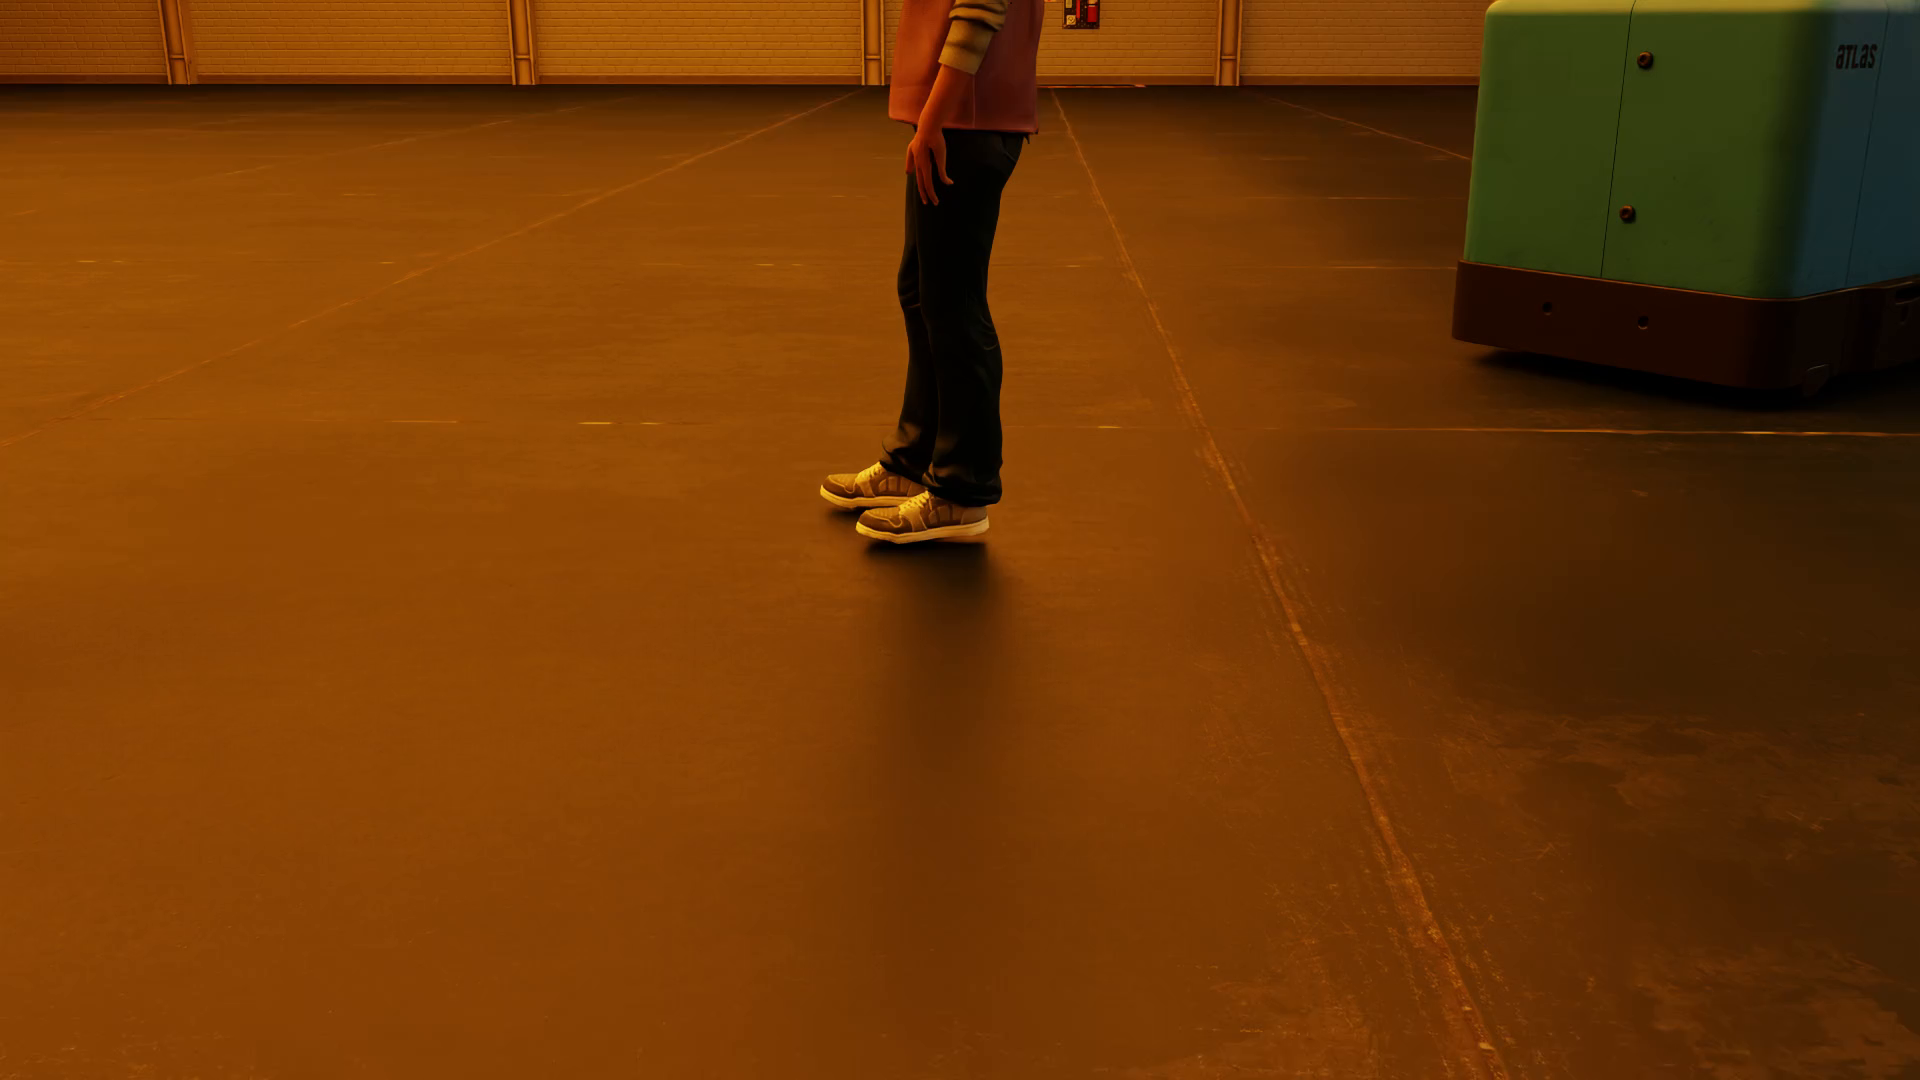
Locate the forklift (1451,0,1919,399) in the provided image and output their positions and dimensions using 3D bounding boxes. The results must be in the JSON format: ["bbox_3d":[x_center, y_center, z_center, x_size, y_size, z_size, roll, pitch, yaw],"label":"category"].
[{"bbox_3d":[2.997,-2.114,5.237,3.031,2.935,1.130,-13,21,-36],"label":"forklift"}]

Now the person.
[{"bbox_3d":[-0.074,-0.774,3.148,0.473,1.599,0.521,1,17,2],"label":"person"}]
